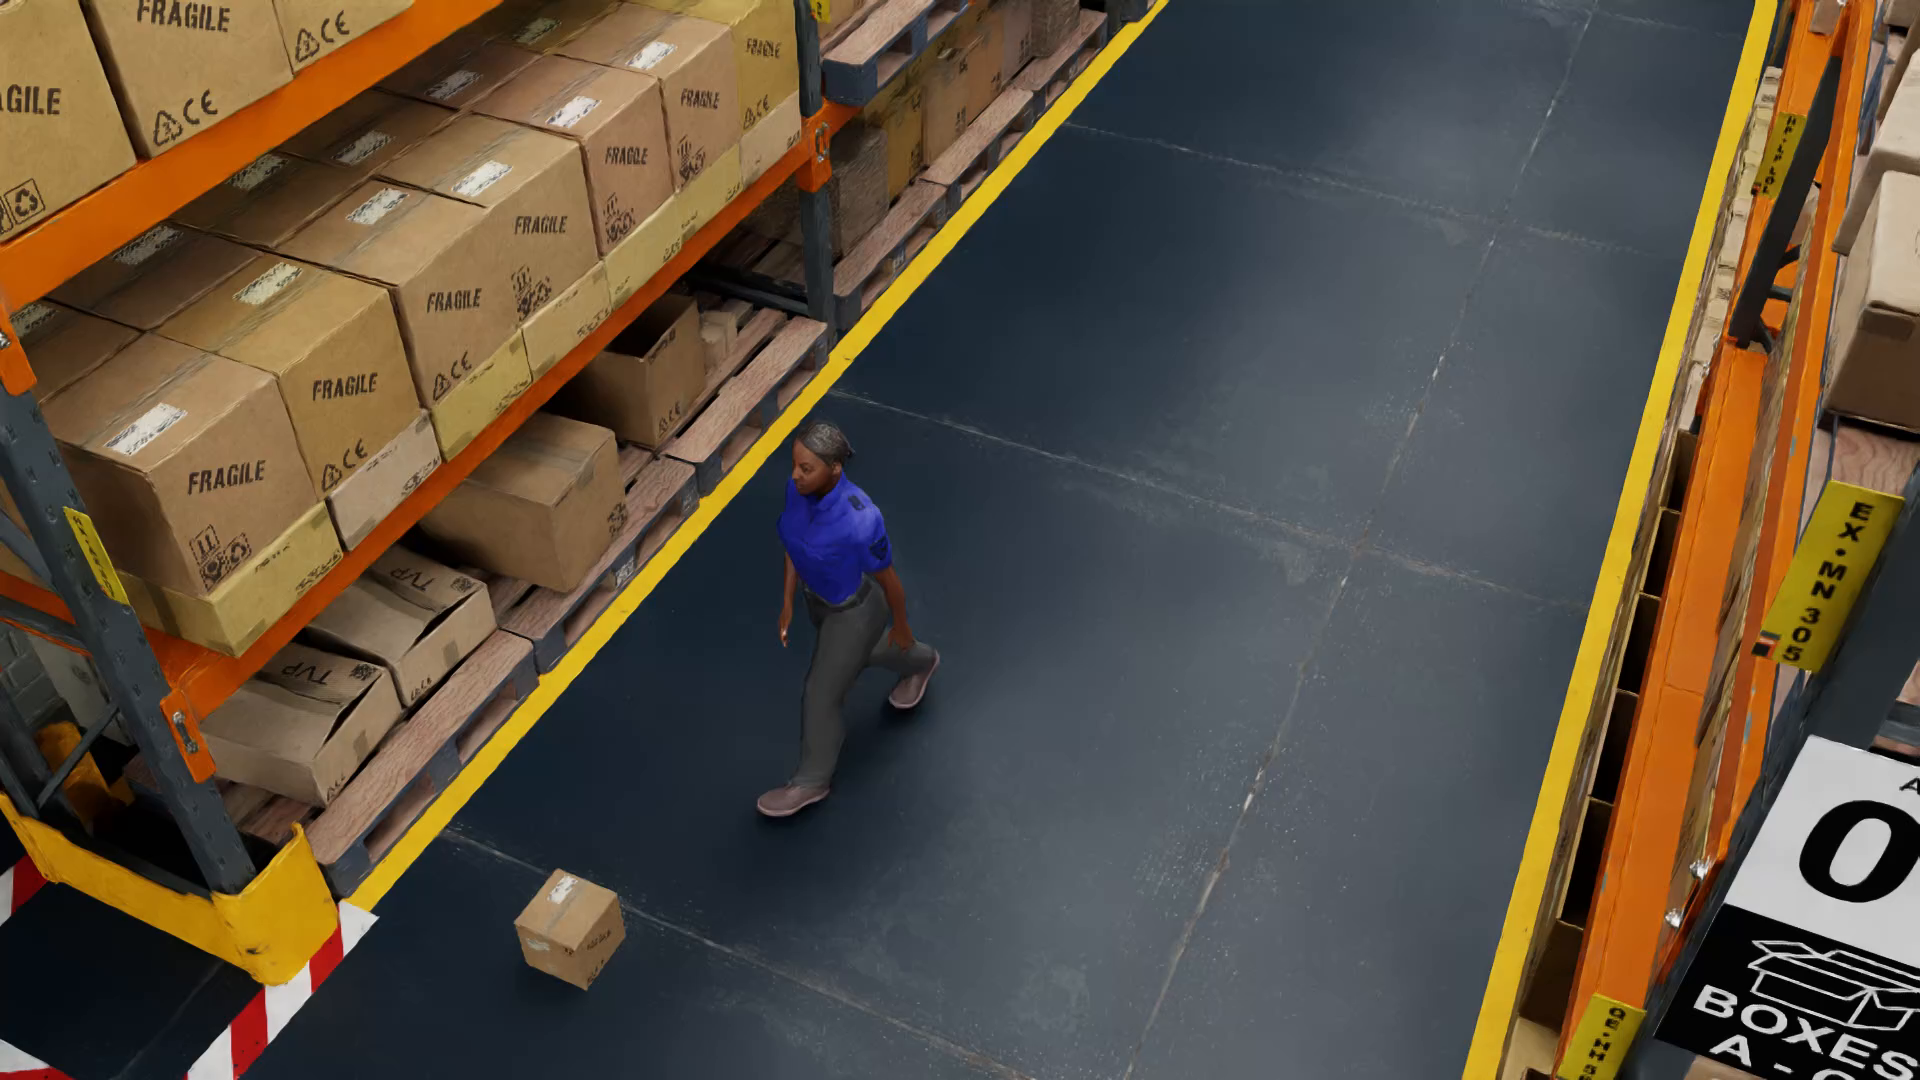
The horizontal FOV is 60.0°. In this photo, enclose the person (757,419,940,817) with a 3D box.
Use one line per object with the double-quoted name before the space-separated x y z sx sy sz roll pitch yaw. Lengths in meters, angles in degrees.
"person" -0.406 0.218 5.926 0.964 1.611 0.456 -27 49 -27
